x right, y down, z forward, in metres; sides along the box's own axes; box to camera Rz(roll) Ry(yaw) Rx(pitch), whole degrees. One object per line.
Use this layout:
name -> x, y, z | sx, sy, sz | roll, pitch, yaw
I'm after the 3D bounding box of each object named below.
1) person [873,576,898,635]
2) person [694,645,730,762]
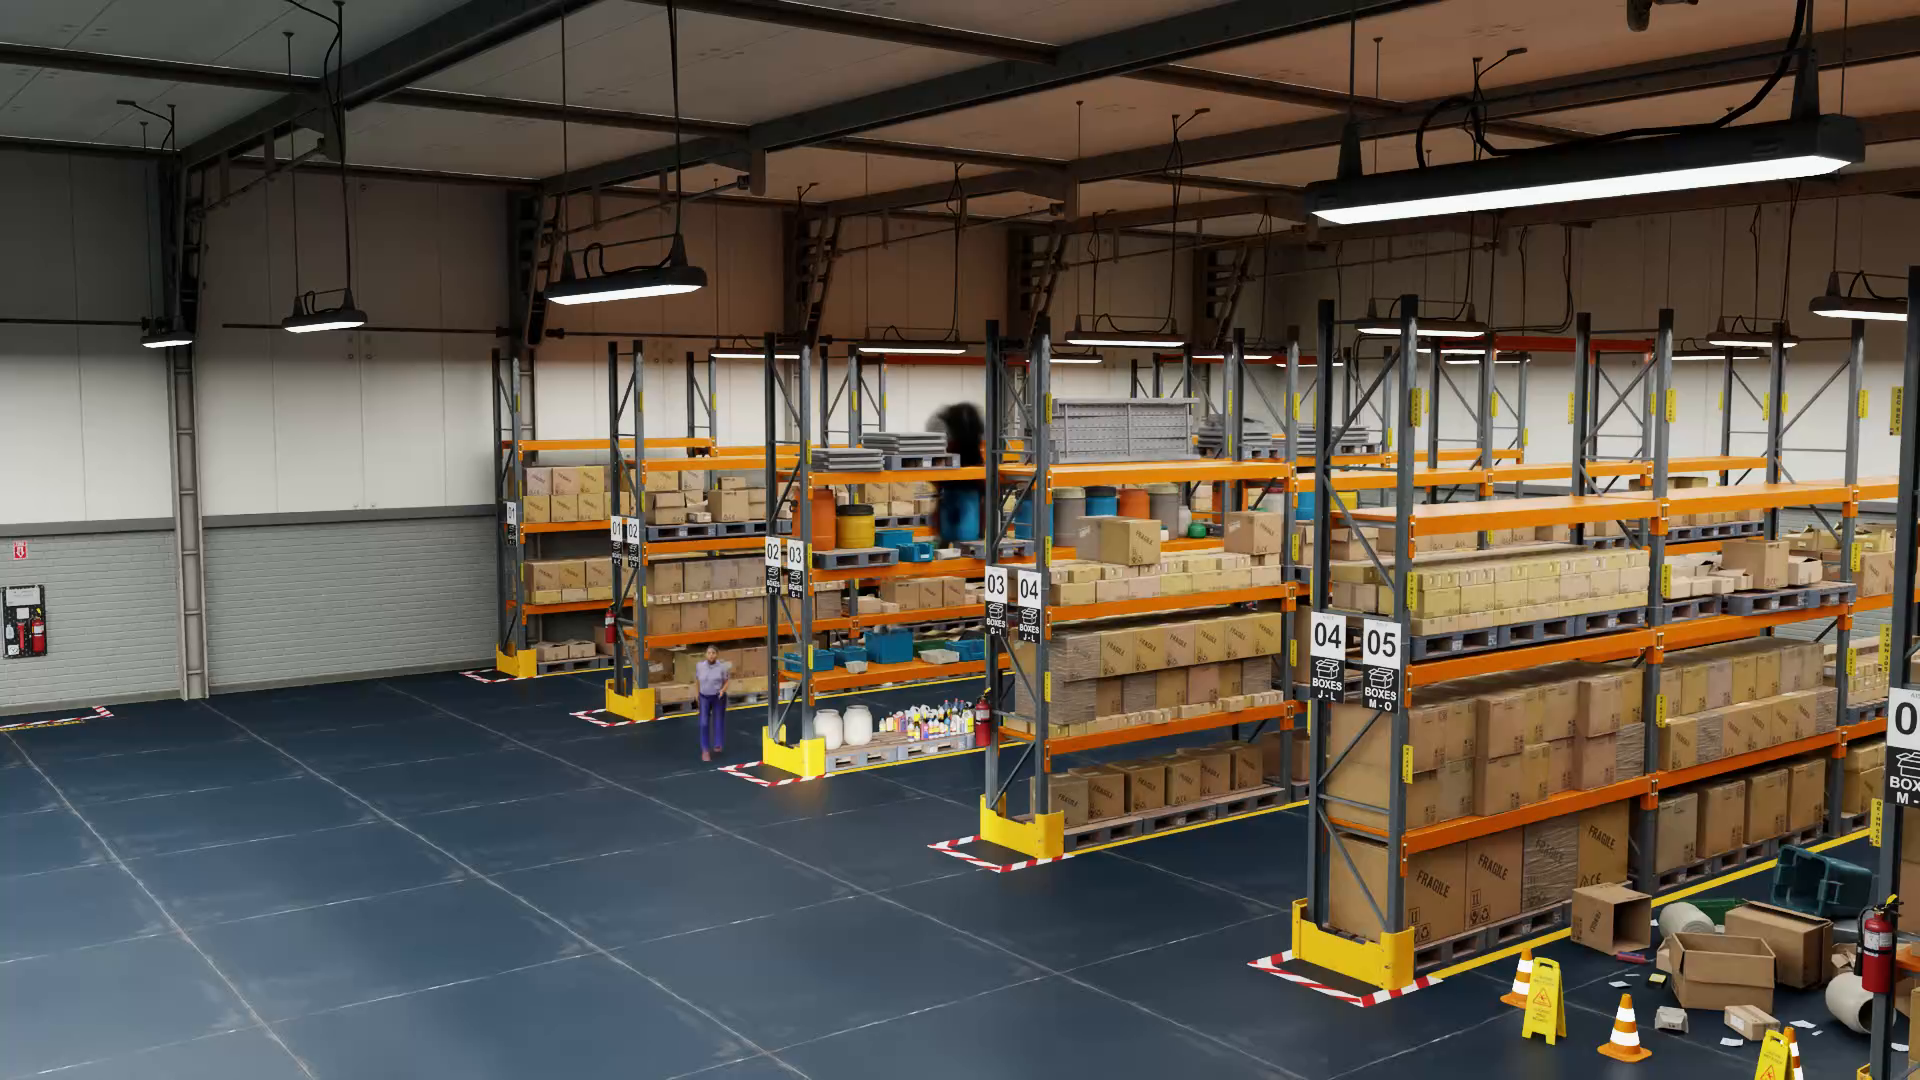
person -> -1.410, 1.487, 31.944 | 0.754, 1.855, 0.689 | -5, 7, -43
person -> -3.500, 2.307, 23.504 | 0.509, 1.681, 0.815 | -1, 5, -9
